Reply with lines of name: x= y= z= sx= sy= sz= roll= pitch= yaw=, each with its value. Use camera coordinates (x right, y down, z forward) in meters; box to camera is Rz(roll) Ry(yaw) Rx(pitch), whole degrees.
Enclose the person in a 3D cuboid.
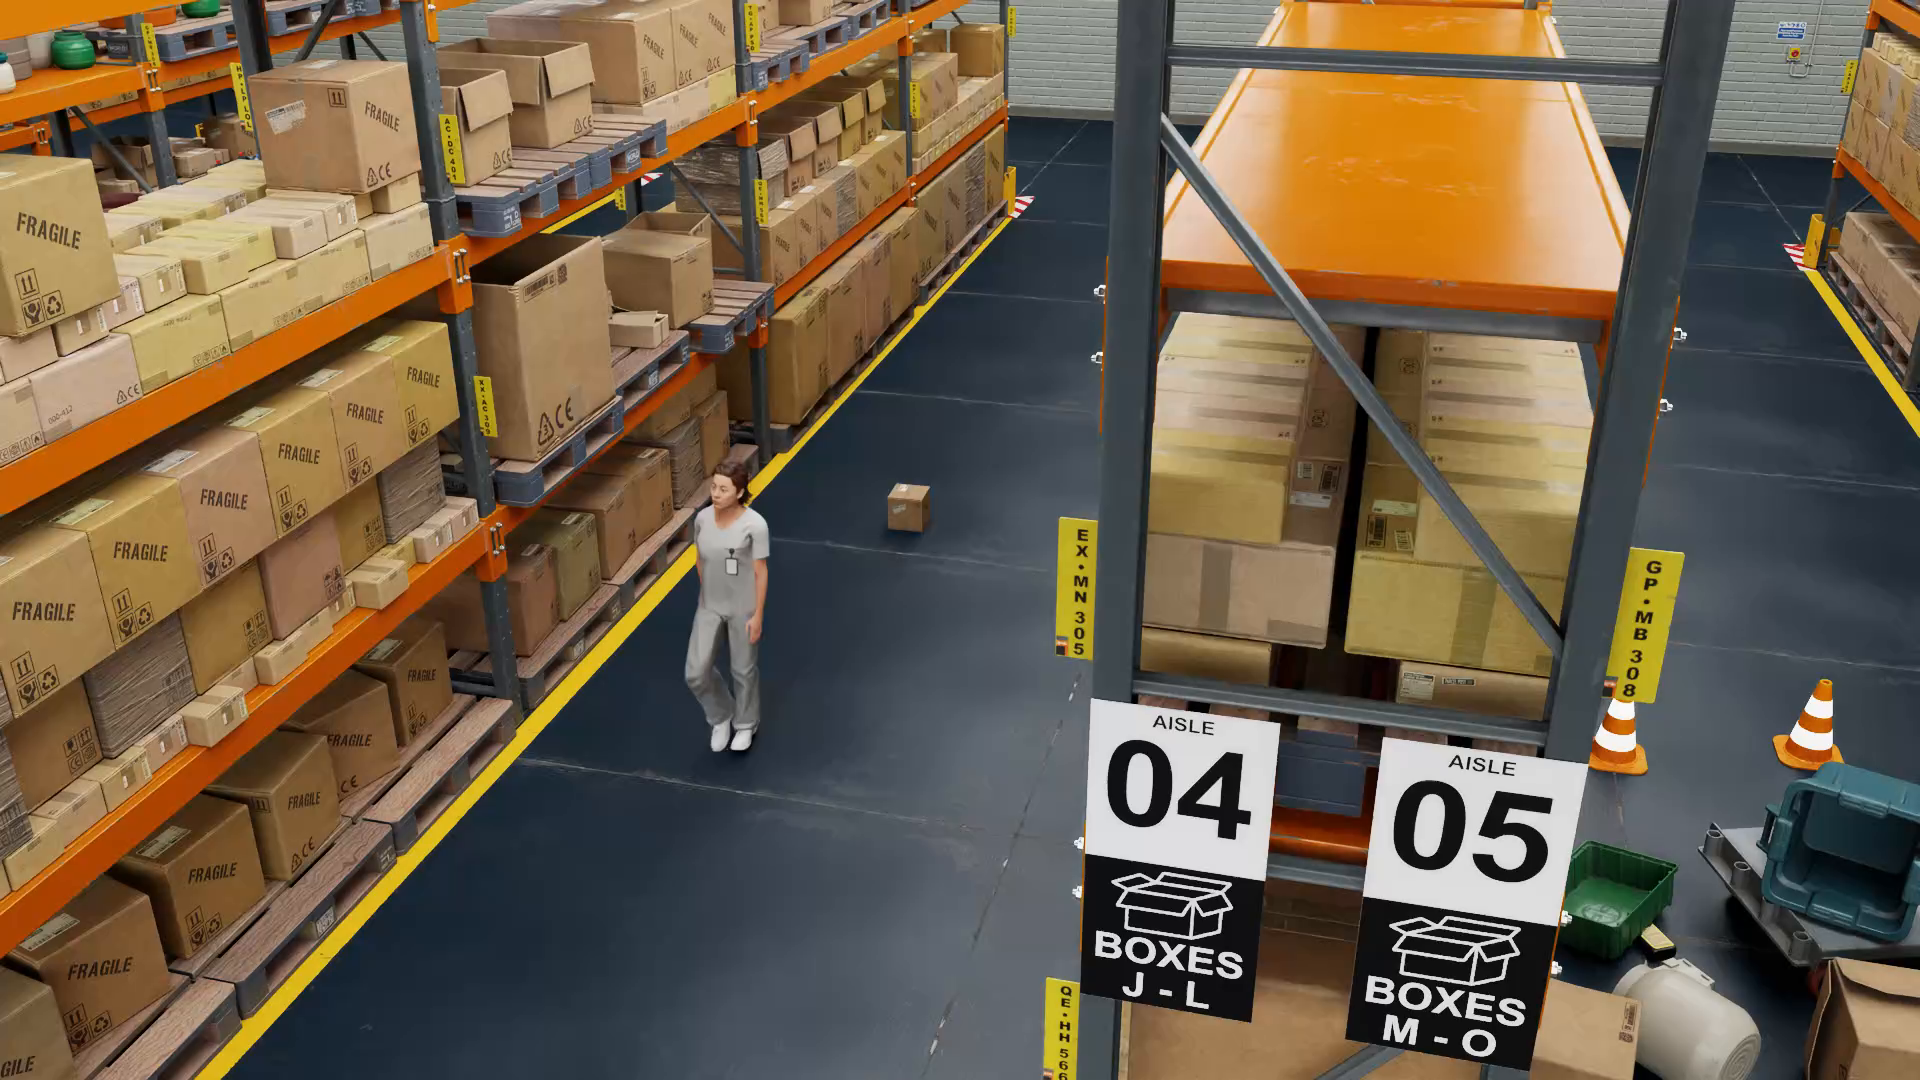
person: x=-1.223 y=0.390 z=8.854 sx=0.444 sy=1.690 sz=0.463 roll=7 pitch=26 yaw=13
